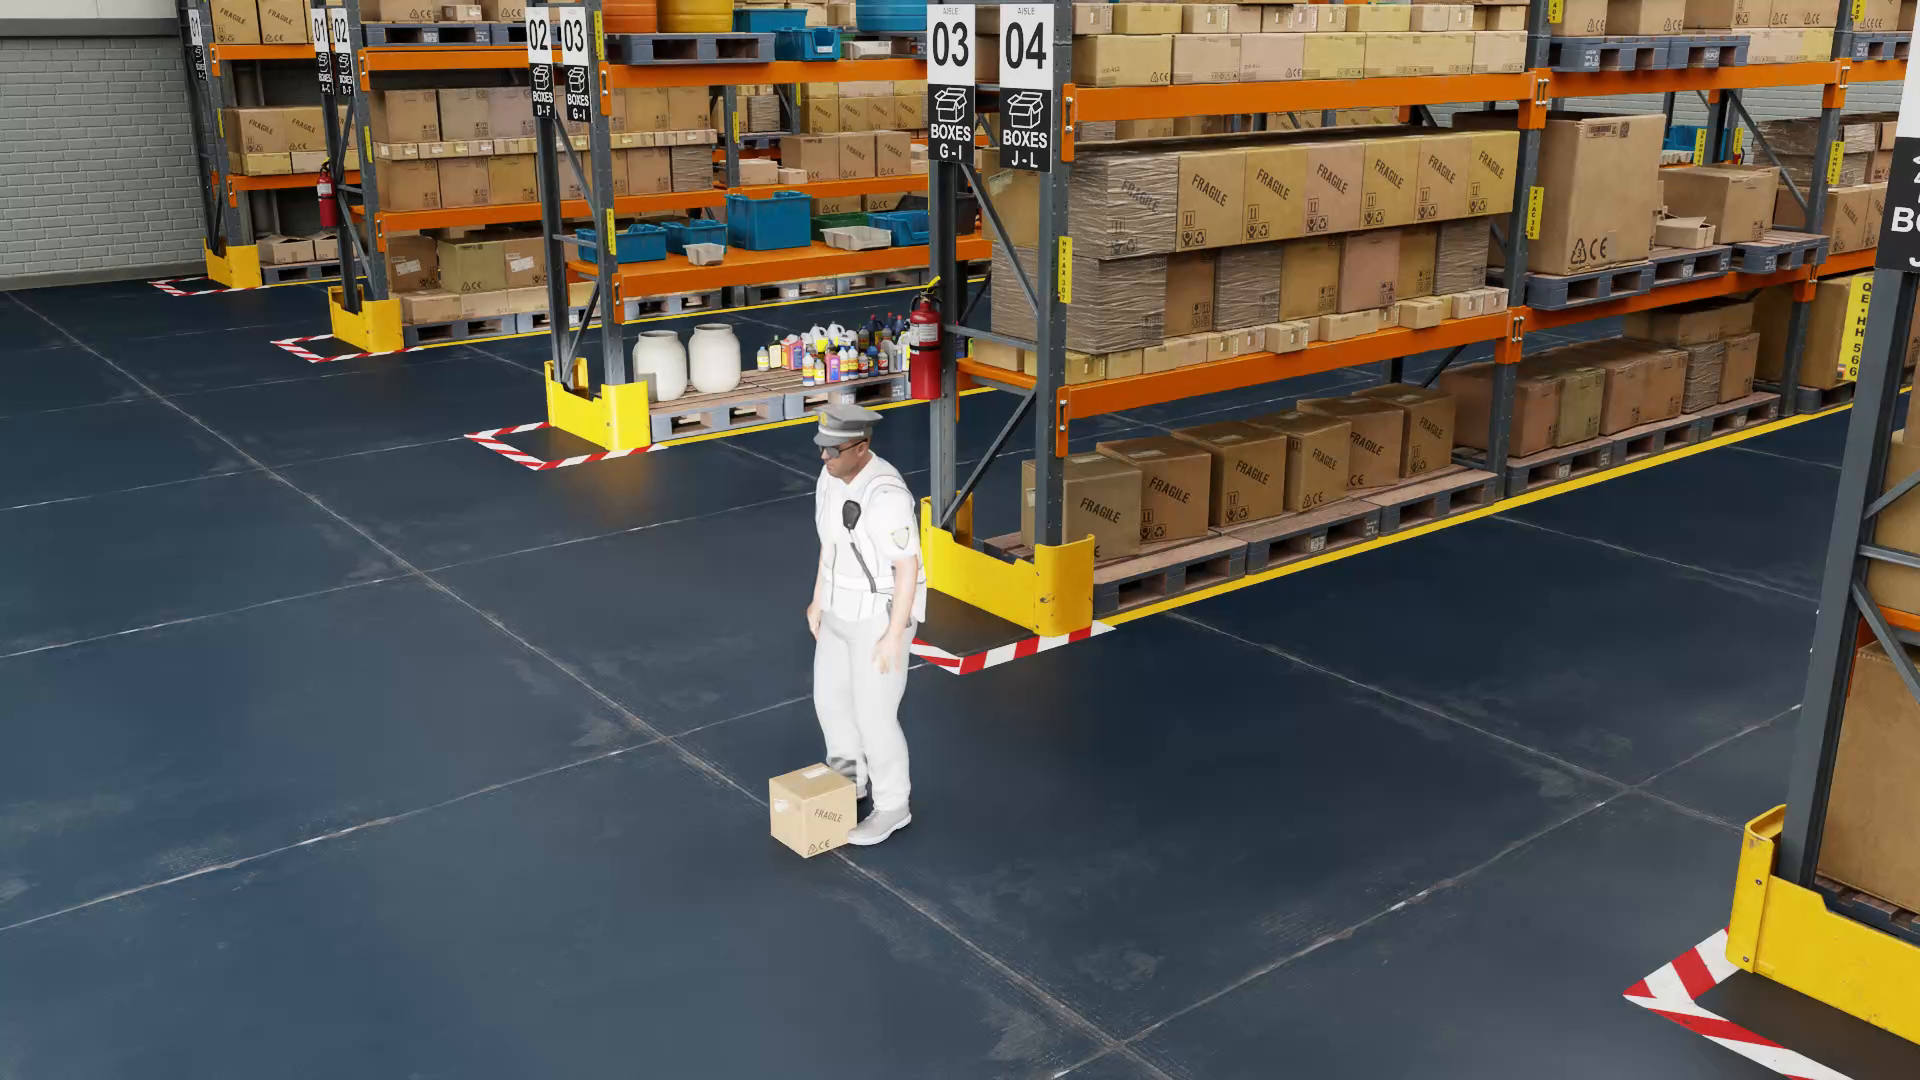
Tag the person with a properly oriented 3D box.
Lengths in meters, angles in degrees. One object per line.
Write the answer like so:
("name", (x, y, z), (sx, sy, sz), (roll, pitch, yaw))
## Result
("person", (-0.378, 0.305, 6.573), (0.438, 1.748, 0.587), (-13, 22, -36))
